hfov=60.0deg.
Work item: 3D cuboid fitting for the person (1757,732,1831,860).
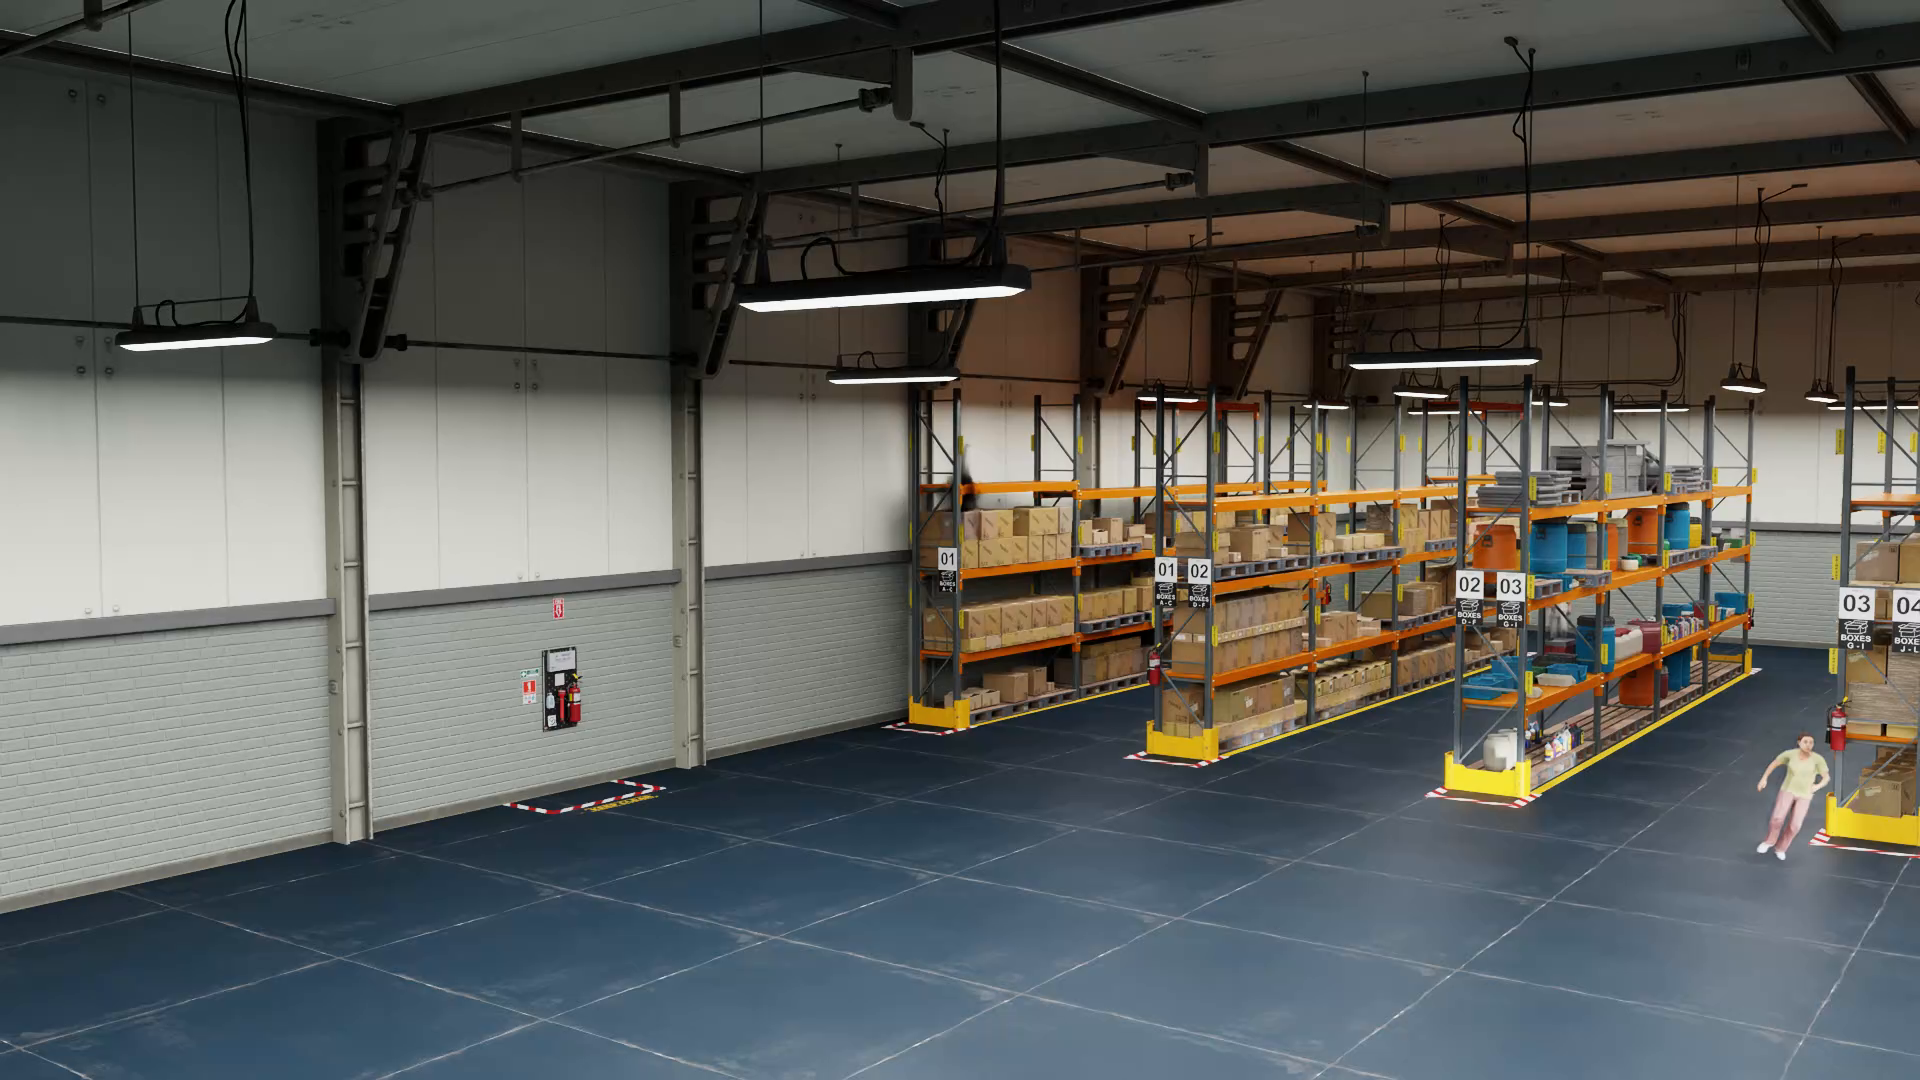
[{"bbox_3d":[10.057,3.107,20.055,0.776,1.566,0.564,1,3,20],"label":"person"}]

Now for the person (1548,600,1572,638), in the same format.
[{"bbox_3d":[14.427,1.841,40.076,0.642,1.844,0.873,1,3,13],"label":"person"}]
